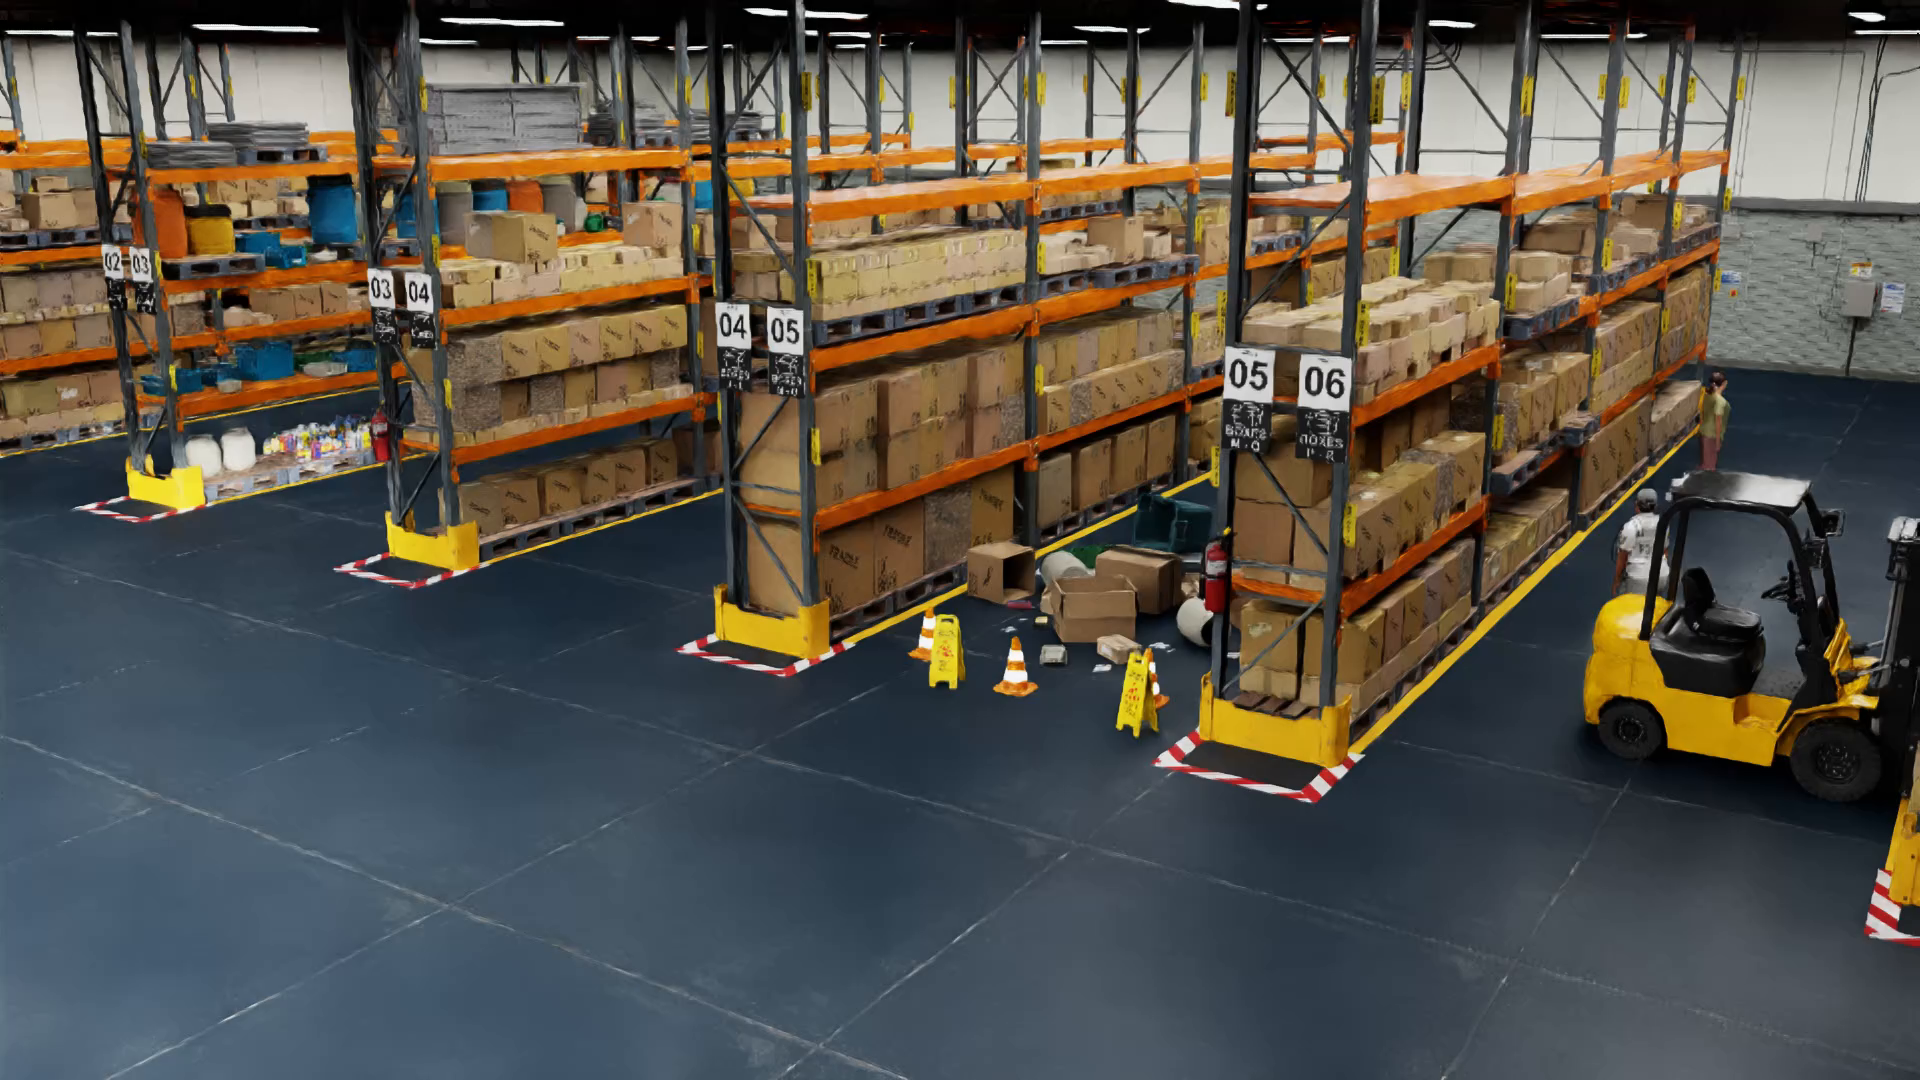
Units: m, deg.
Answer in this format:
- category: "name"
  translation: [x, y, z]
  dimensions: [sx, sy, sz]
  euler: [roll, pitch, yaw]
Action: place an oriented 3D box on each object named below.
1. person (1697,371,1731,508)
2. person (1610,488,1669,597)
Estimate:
- category: "person"
  translation: [9.342, -1.260, 20.574]
  dimensions: [0.434, 1.673, 0.494]
  euler: [1, 16, 2]
- category: "person"
  translation: [6.043, 0.342, 14.856]
  dimensions: [0.591, 1.659, 0.547]
  euler: [-7, 17, -25]
